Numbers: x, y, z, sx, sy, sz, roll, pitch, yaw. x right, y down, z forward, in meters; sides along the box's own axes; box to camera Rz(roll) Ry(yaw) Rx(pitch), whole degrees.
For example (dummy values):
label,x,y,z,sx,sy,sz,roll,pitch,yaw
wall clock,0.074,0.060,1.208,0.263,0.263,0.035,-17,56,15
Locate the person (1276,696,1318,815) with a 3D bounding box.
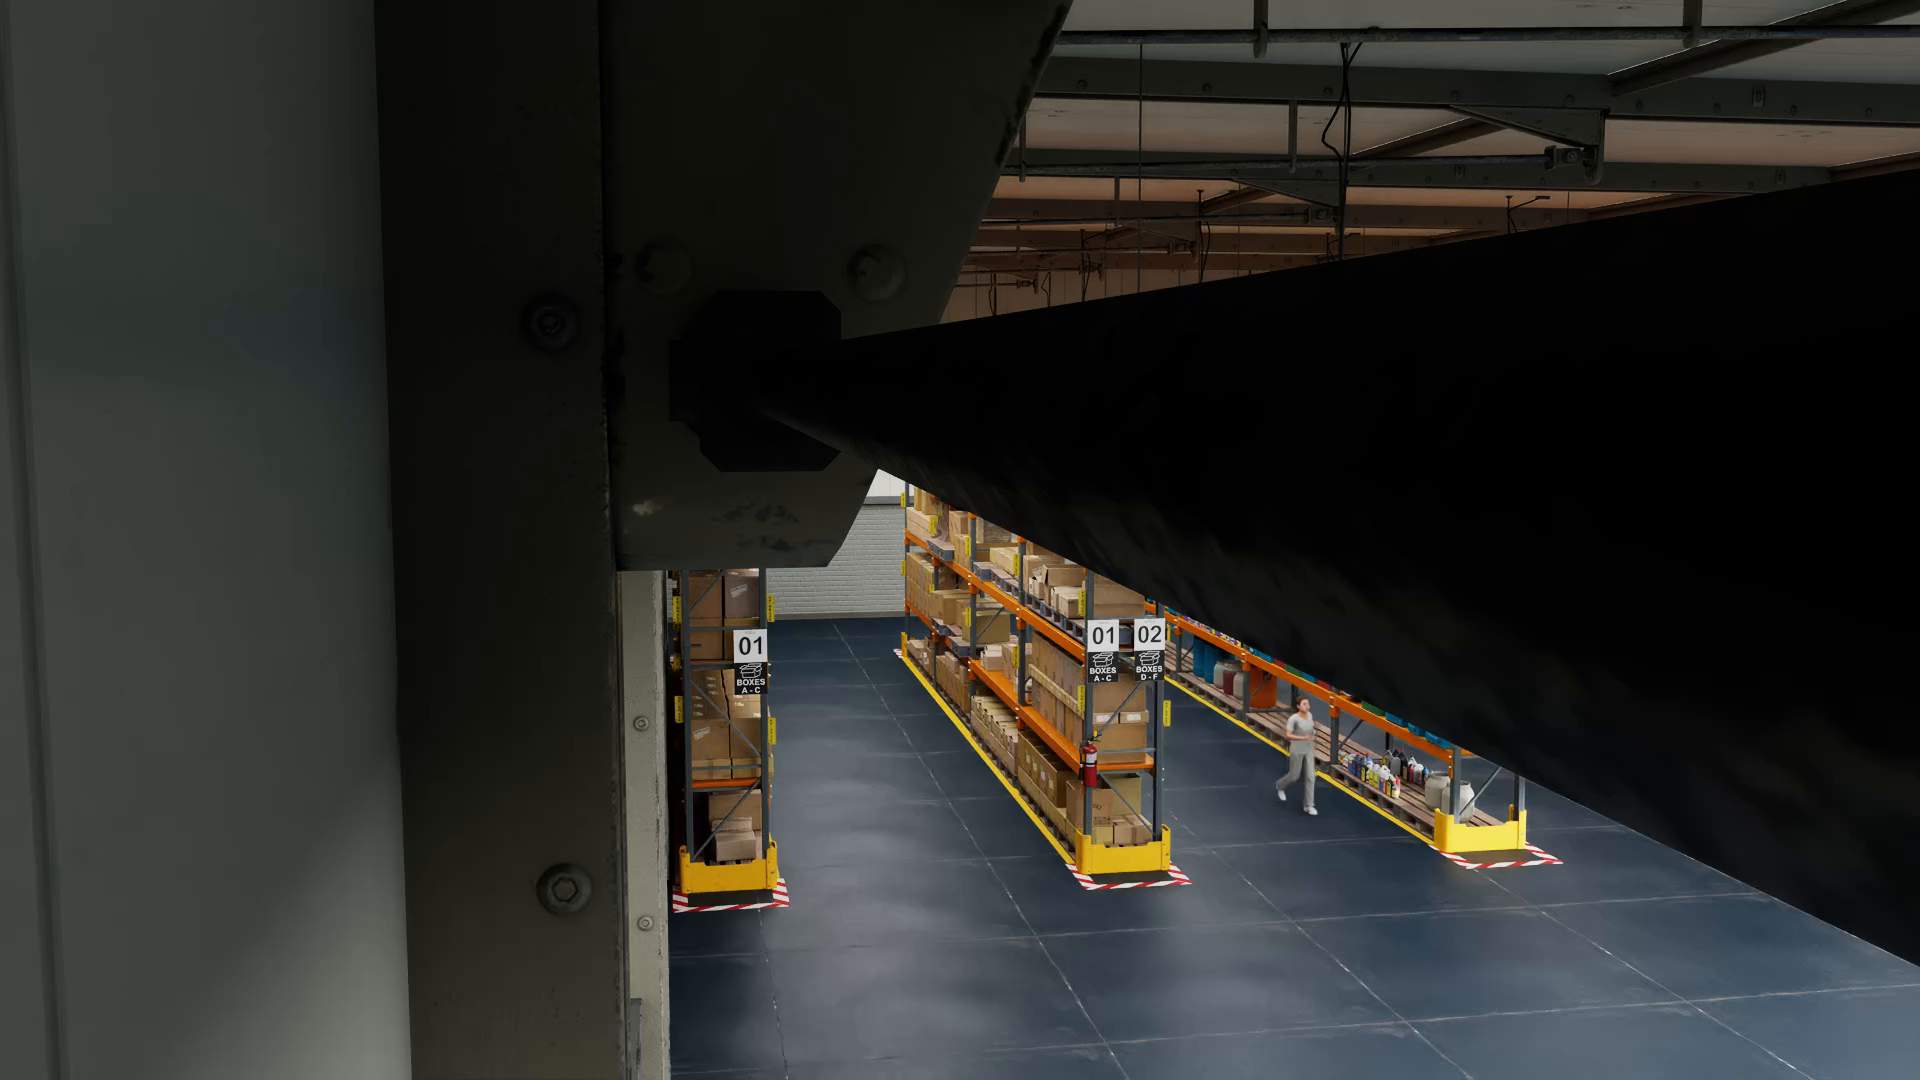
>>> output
label,x,y,z,sx,sy,sz,roll,pitch,yaw
person,4.848,3.026,23.734,0.566,1.650,0.922,-3,6,-24
